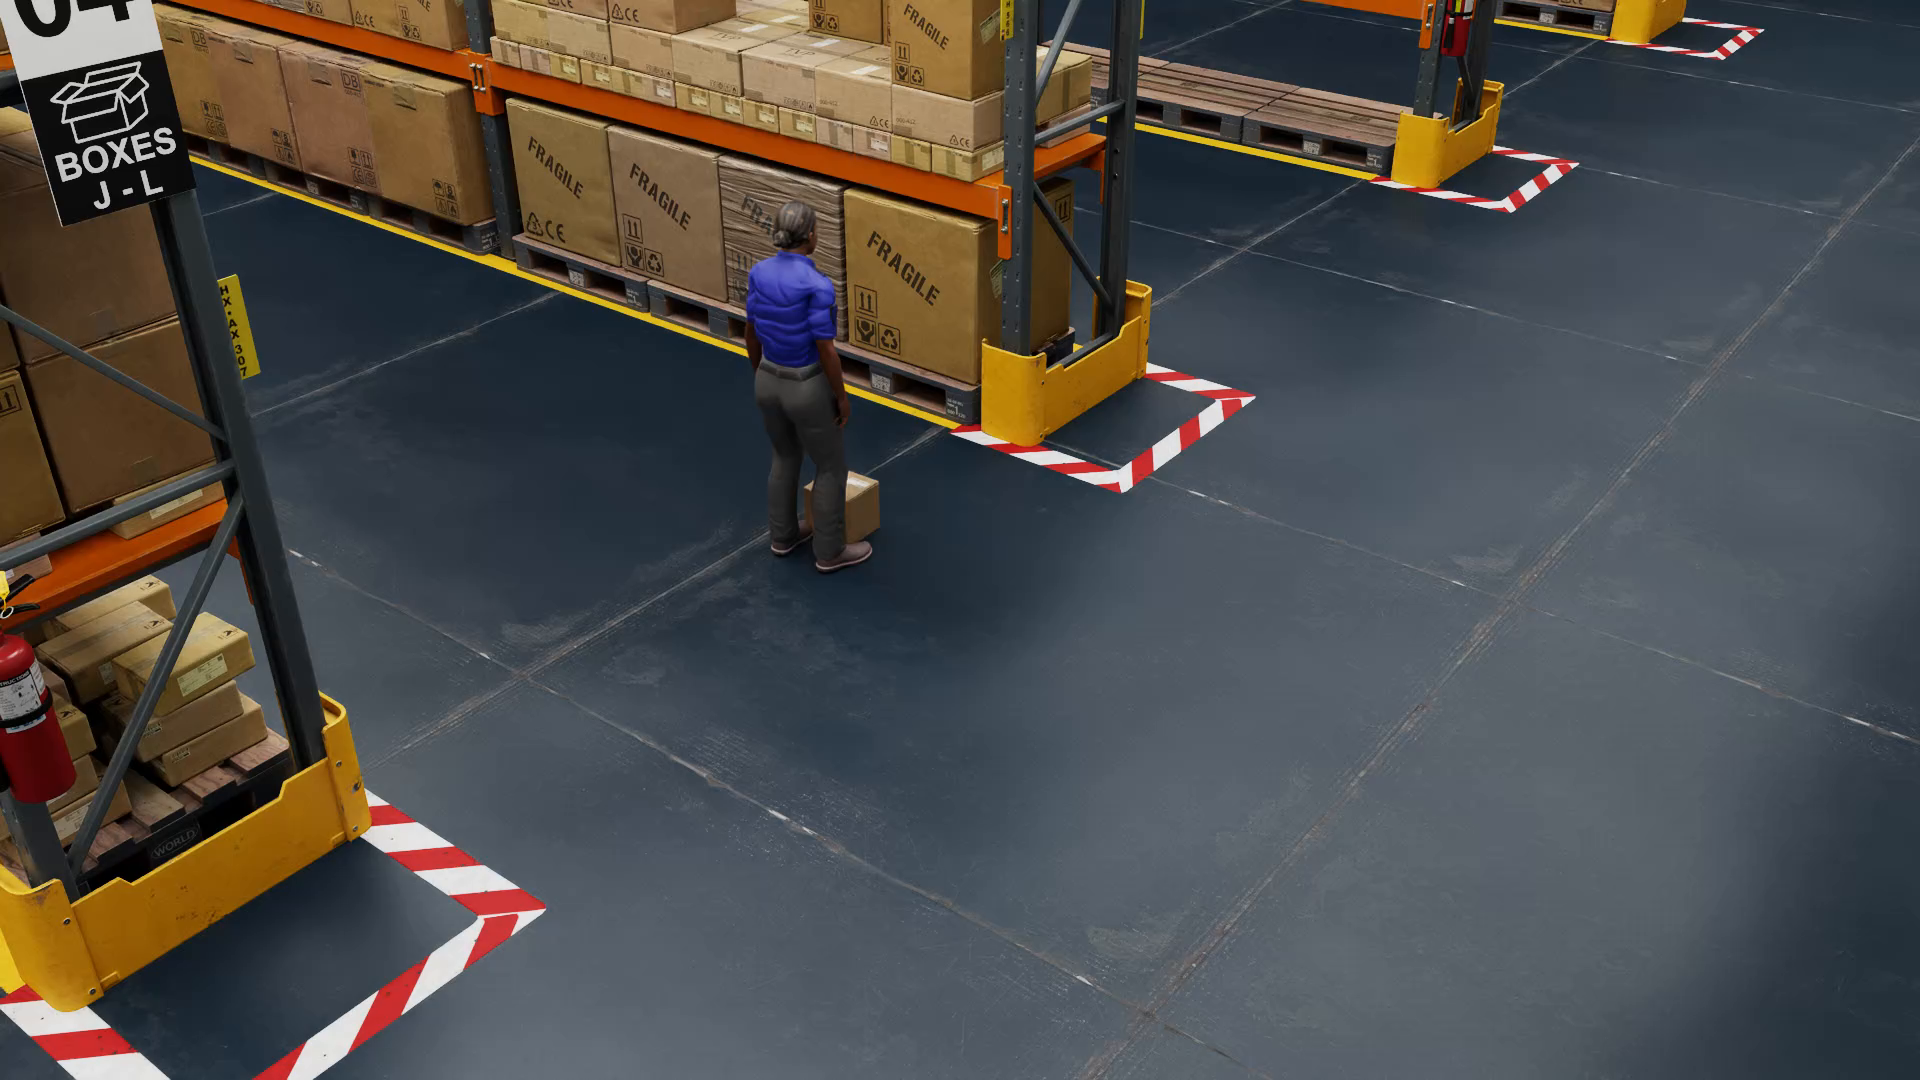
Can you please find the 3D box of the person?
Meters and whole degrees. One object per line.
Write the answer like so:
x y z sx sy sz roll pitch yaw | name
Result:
-0.685 -0.652 7.220 0.524 1.653 0.348 19 36 28 | person
